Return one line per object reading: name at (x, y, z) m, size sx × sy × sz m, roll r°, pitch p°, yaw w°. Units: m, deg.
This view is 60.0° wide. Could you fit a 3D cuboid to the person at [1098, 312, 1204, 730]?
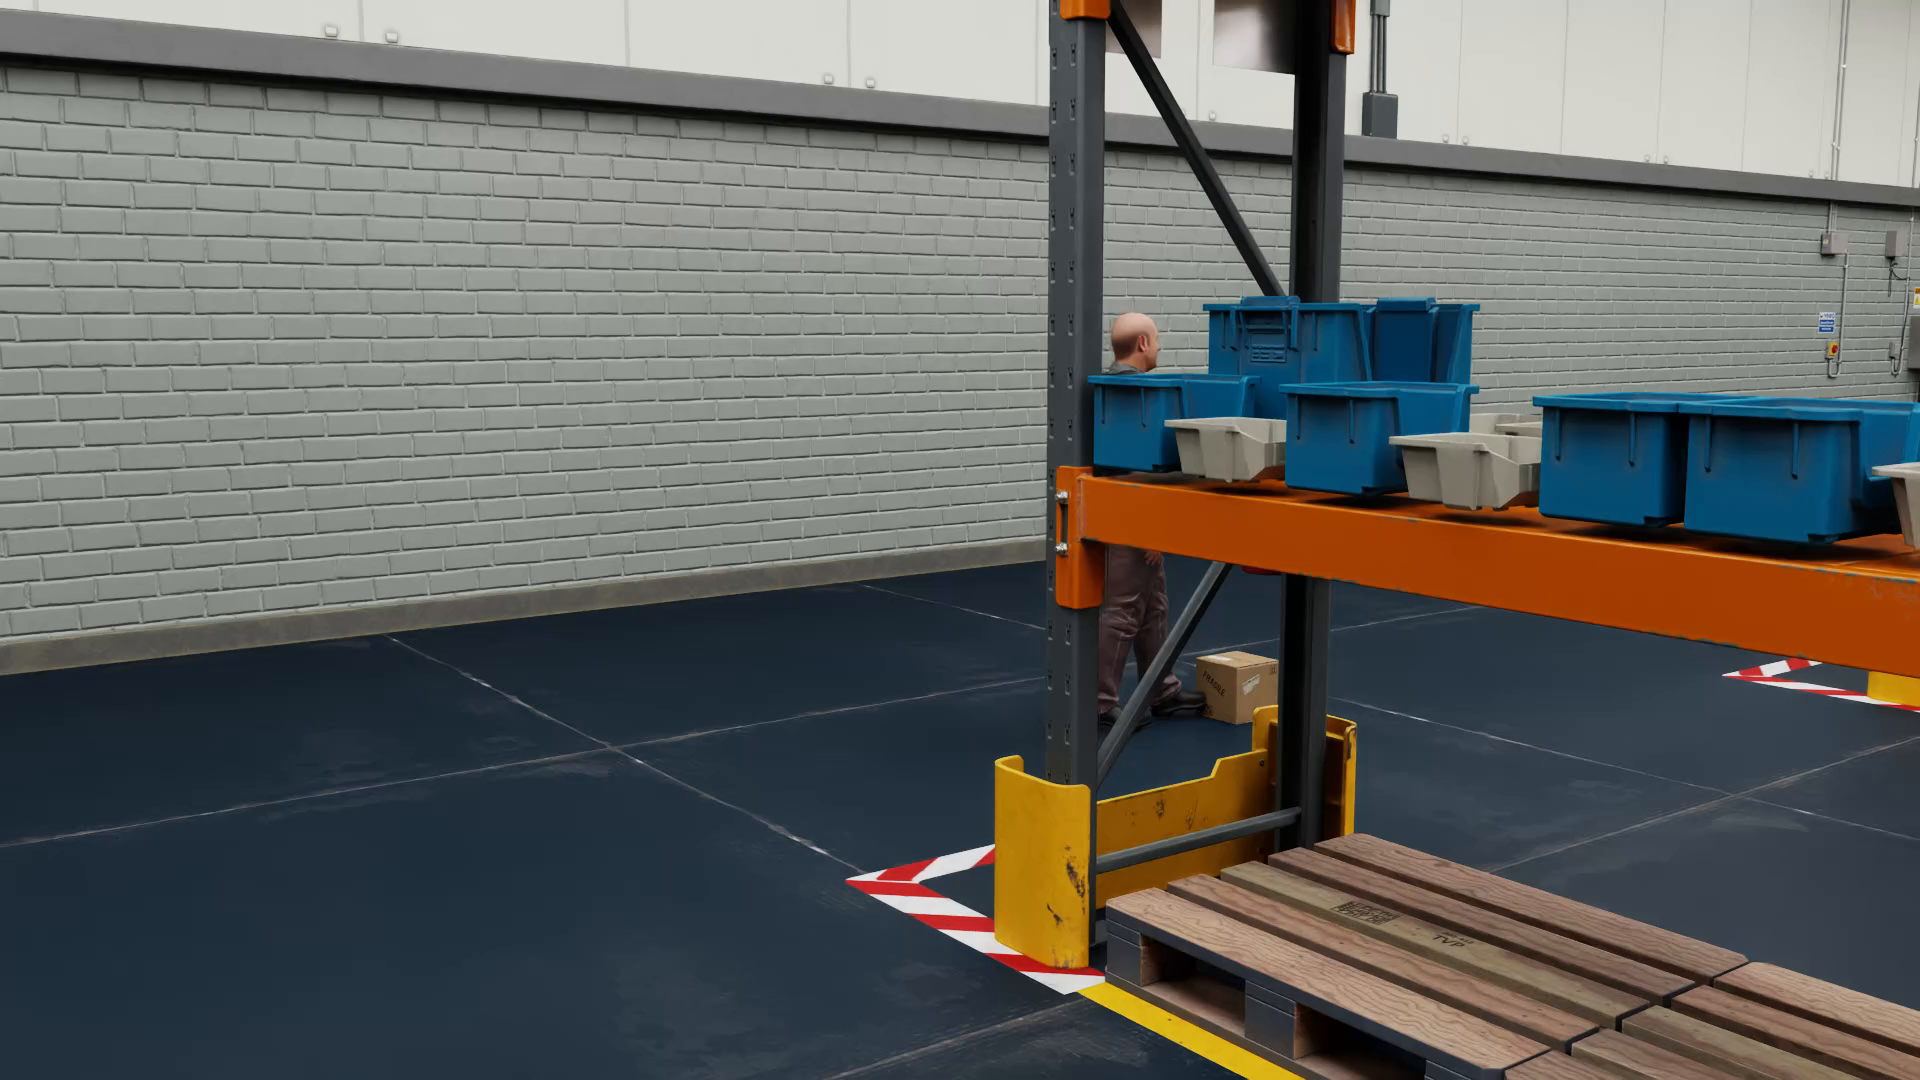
person at (0.798, -0.078, 6.907) m, size 0.685 × 1.719 × 0.553 m, roll -2°, pitch 8°, yaw -14°
